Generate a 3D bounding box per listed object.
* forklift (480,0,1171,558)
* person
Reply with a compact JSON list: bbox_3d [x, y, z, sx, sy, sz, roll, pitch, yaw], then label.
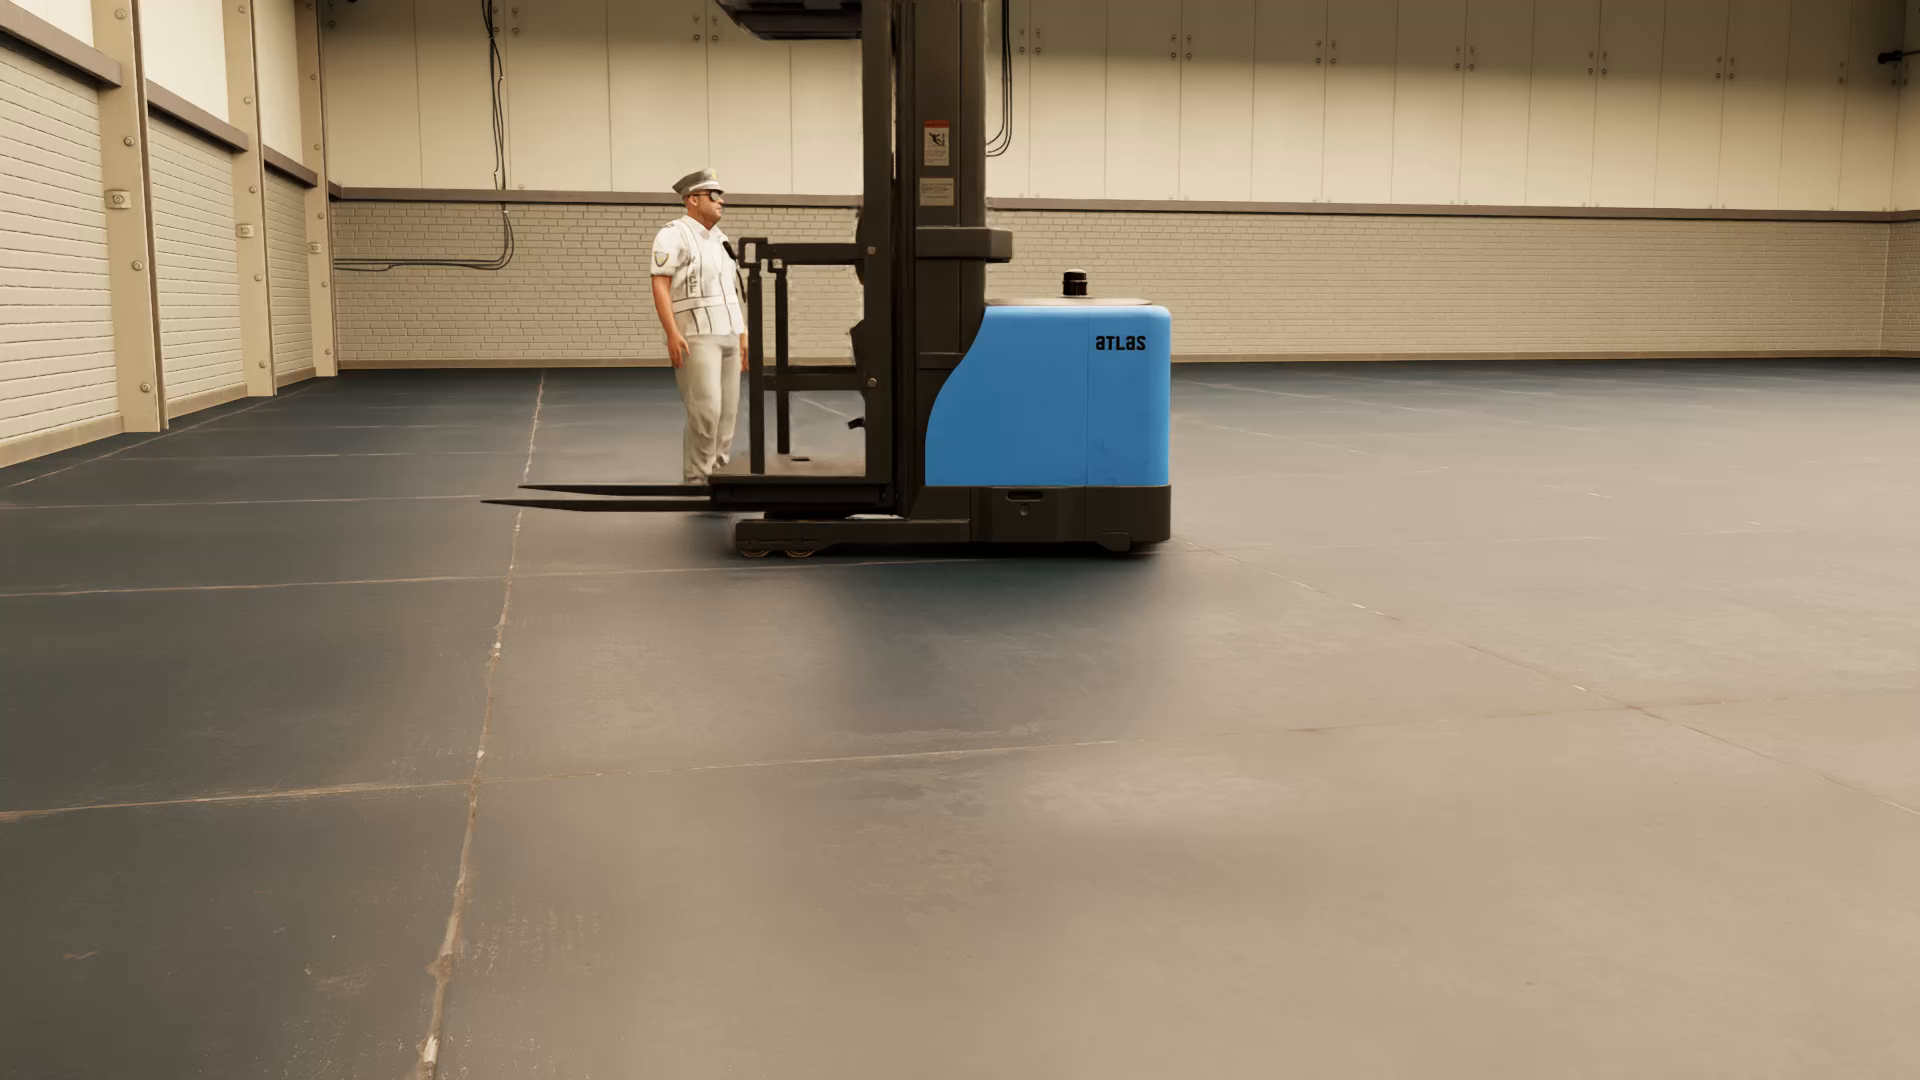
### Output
[{"bbox_3d":[-0.599,-1.446,7.466,3.031,2.935,1.130,0,8,0],"label":"forklift"},{"bbox_3d":[-1.282,-1.051,8.738,0.557,1.782,0.640,5,9,30],"label":"person"}]
